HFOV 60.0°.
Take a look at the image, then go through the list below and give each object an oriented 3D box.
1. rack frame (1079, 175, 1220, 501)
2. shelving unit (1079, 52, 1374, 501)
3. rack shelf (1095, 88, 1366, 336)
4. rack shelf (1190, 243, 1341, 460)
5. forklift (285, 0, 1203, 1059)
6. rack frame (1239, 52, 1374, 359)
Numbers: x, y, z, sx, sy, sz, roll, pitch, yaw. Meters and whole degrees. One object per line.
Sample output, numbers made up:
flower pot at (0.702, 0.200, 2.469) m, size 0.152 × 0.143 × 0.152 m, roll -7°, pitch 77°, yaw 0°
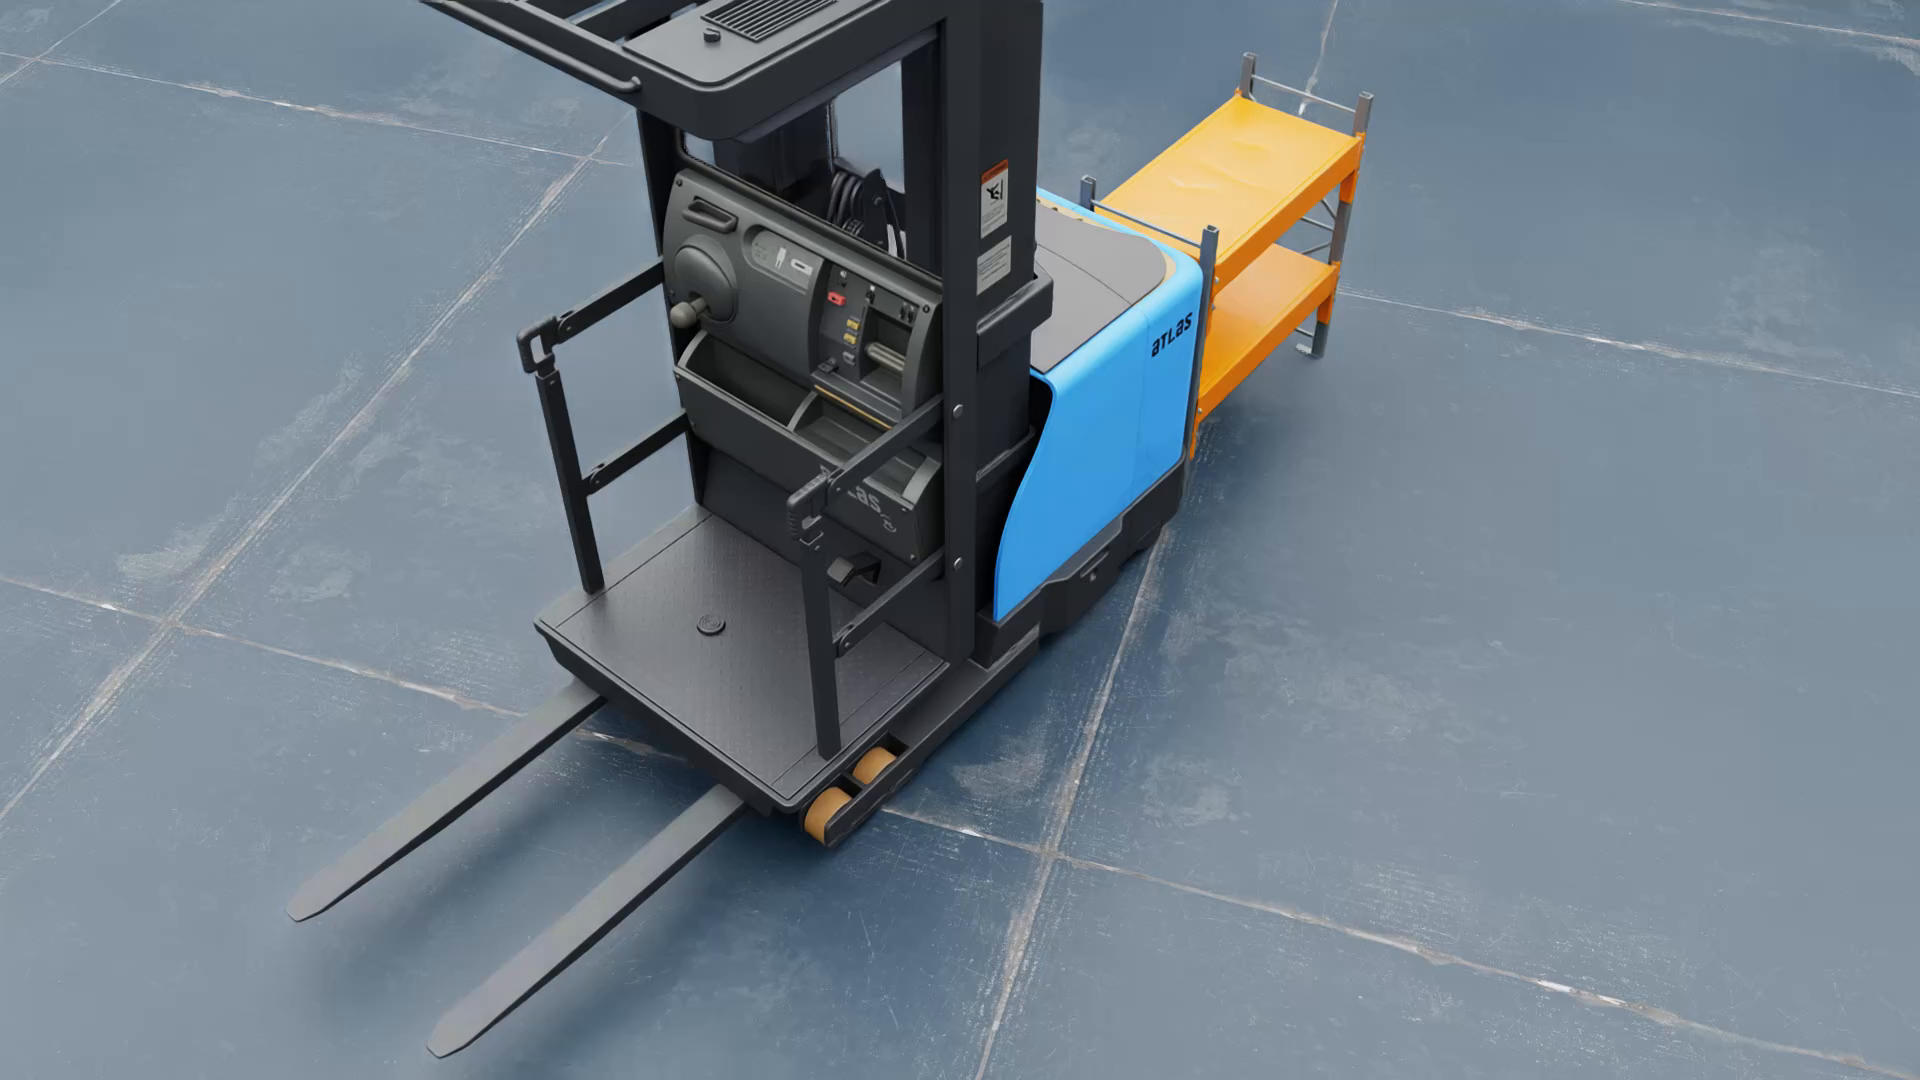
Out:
rack frame at (0.593, -0.656, 5.616) m, size 0.500 × 1.125 × 0.032 m, roll 28°, pitch 51°, yaw 26°
shelving unit at (0.902, -0.938, 5.904) m, size 0.538 × 1.125 × 1.048 m, roll 28°, pitch 51°, yaw 26°
rack shelf at (0.902, -1.147, 5.700) m, size 0.538 × 0.278 × 1.000 m, roll 28°, pitch 51°, yaw 26°
rack shelf at (0.902, -0.763, 6.075) m, size 0.538 × 0.278 × 1.000 m, roll 28°, pitch 51°, yaw 26°
forklift at (-0.570, -0.563, 4.230) m, size 1.130 × 2.935 × 3.031 m, roll 30°, pitch 52°, yaw 27°
rack frame at (1.211, -1.220, 6.193) m, size 0.500 × 1.125 × 0.032 m, roll 28°, pitch 51°, yaw 26°
